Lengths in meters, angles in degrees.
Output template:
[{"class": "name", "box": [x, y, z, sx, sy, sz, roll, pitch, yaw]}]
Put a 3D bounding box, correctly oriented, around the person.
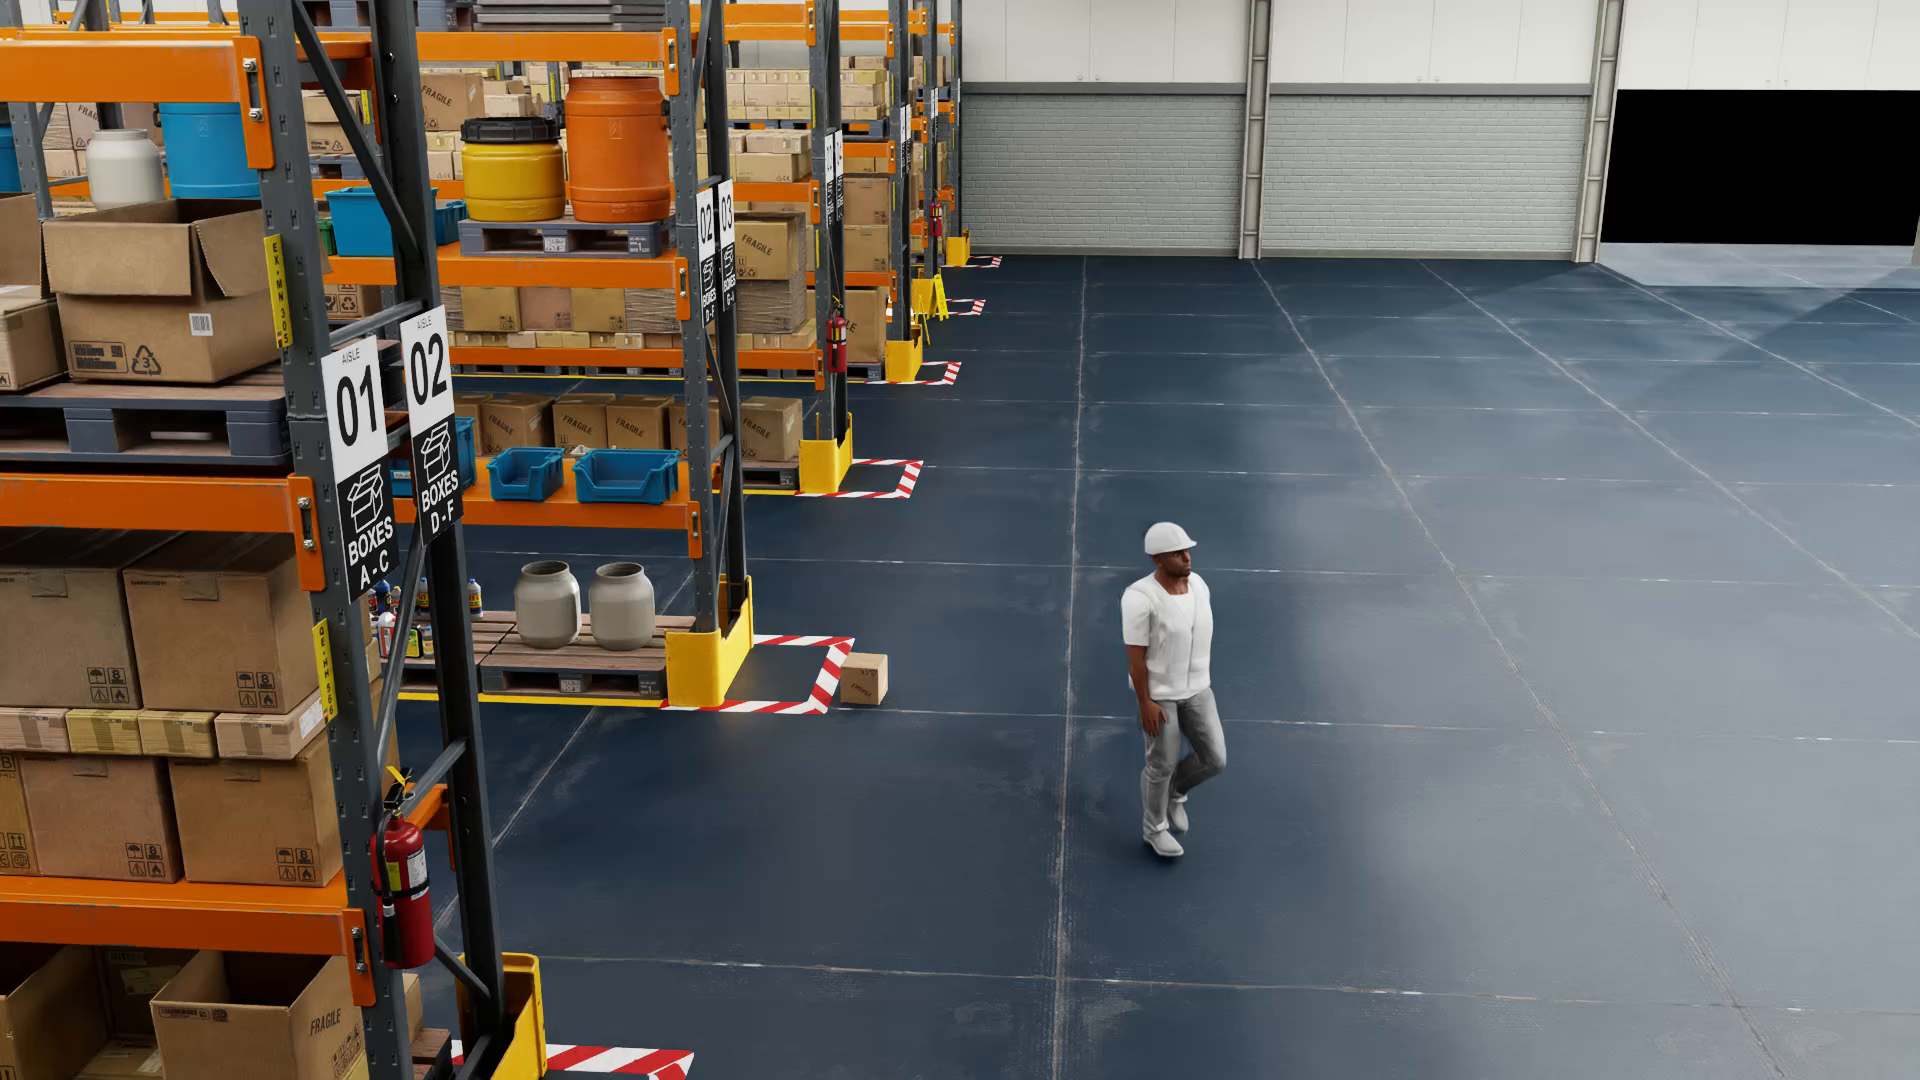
[{"class": "person", "box": [1.086, 0.765, 8.487, 0.562, 1.756, 0.476, -9, 20, -28]}]
